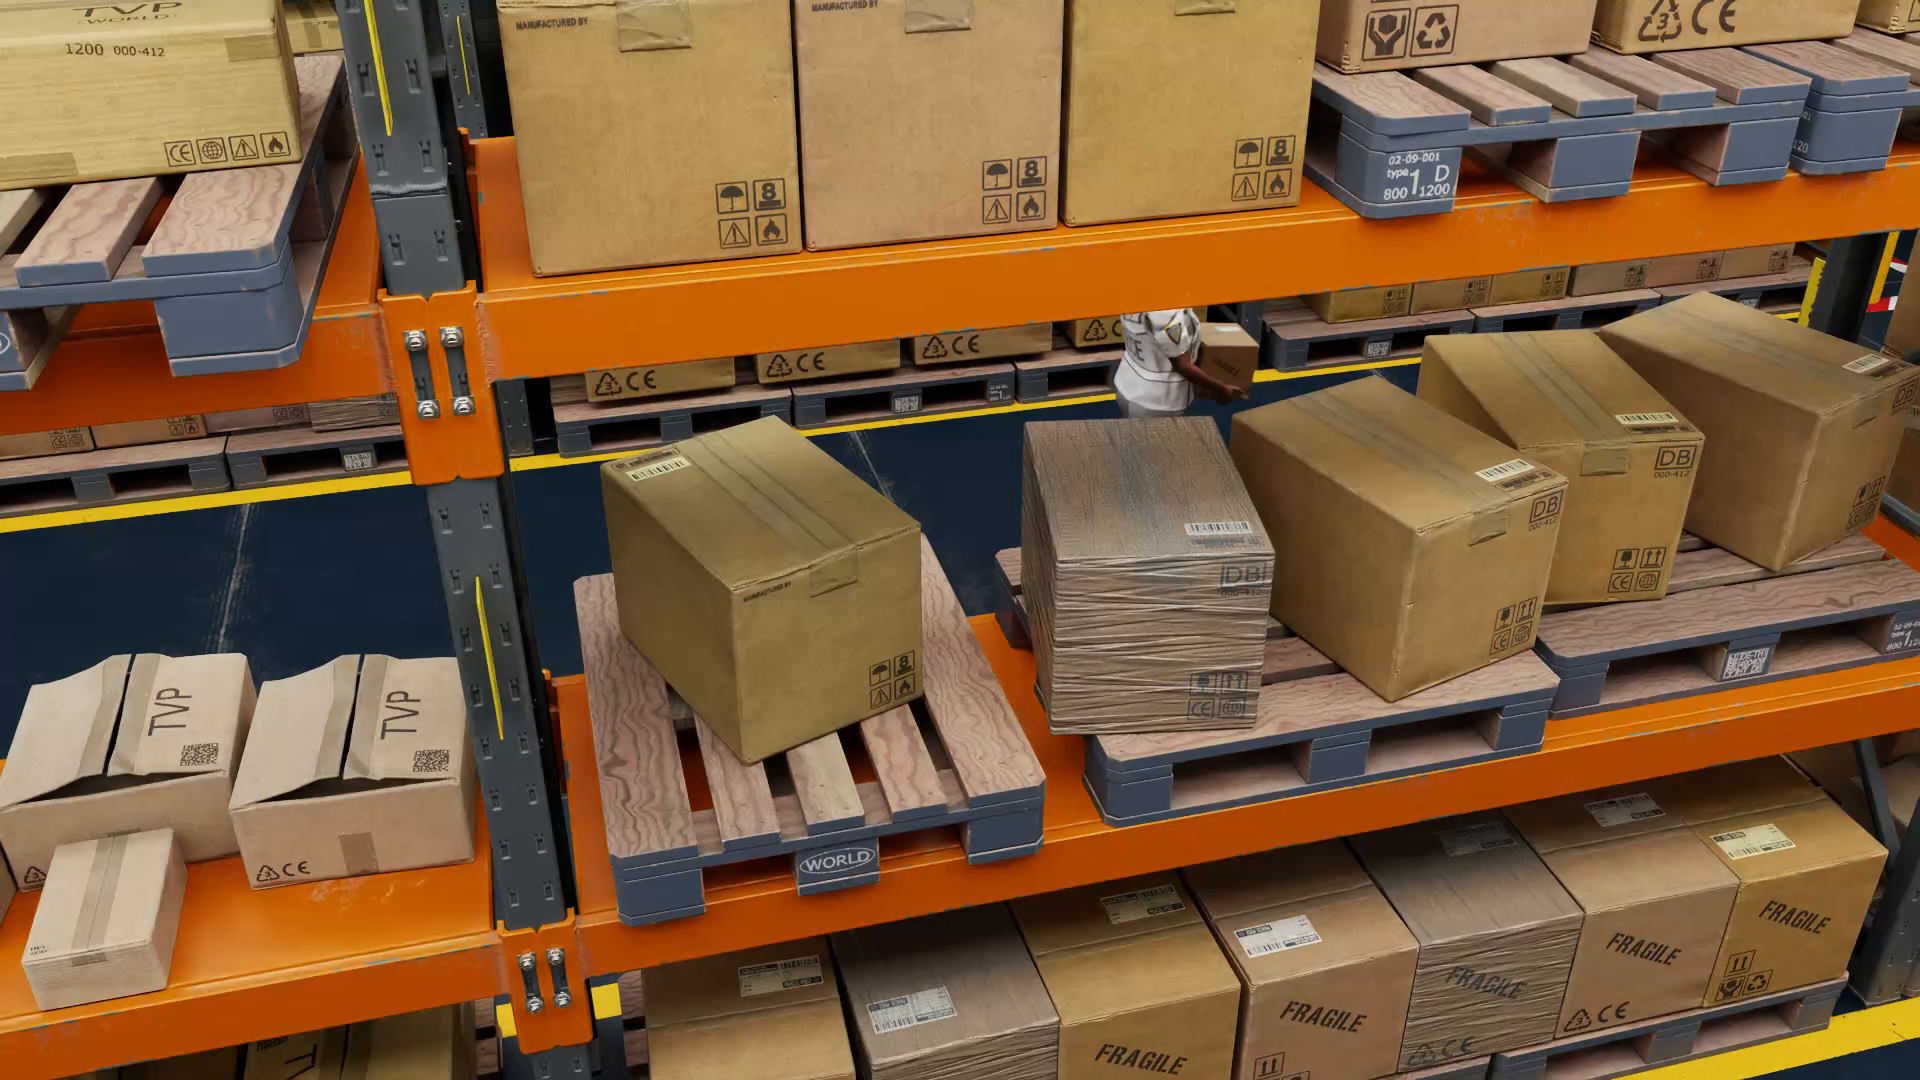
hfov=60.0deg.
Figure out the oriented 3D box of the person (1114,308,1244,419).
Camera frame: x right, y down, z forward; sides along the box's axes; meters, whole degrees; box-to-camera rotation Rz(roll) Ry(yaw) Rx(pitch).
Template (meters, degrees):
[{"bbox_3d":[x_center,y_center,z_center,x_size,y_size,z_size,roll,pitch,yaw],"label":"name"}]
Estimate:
[{"bbox_3d":[0.917,-0.609,7.146,0.527,1.689,0.451,-7,31,-12],"label":"person"}]
